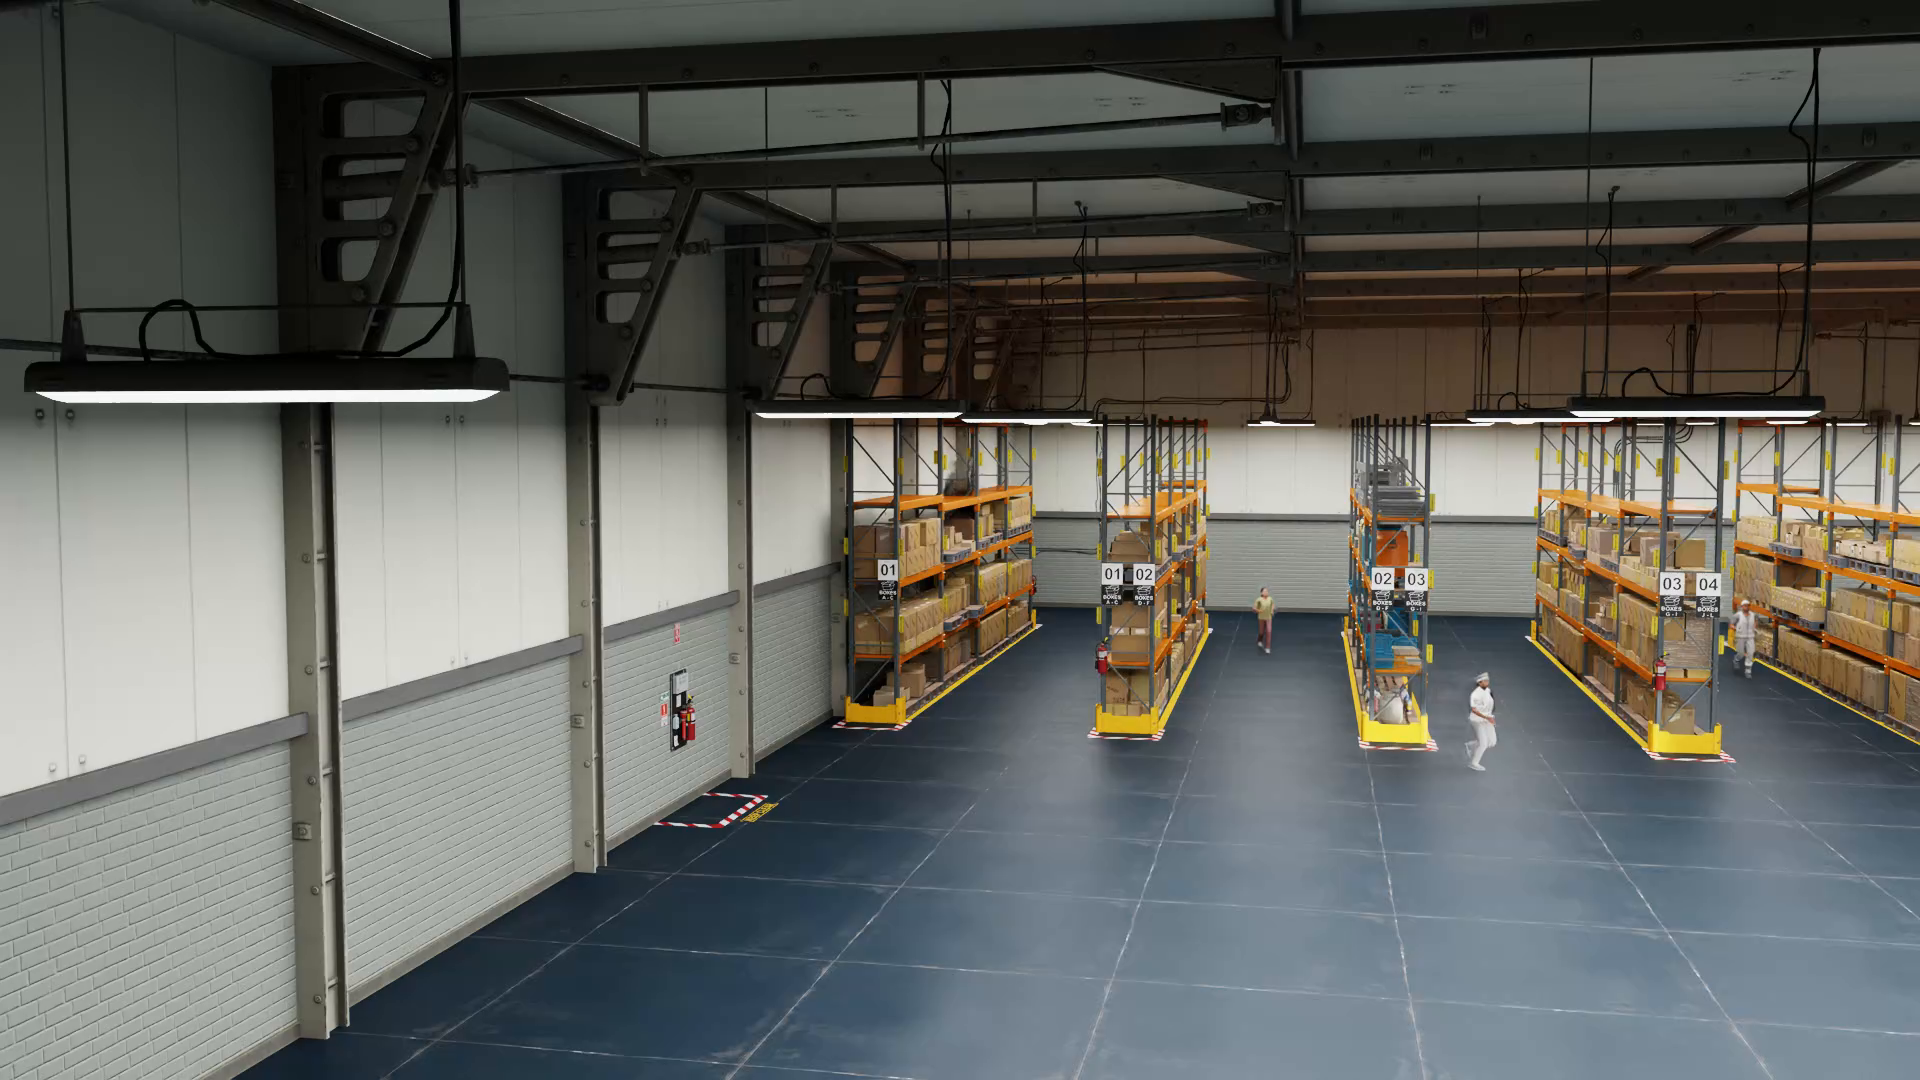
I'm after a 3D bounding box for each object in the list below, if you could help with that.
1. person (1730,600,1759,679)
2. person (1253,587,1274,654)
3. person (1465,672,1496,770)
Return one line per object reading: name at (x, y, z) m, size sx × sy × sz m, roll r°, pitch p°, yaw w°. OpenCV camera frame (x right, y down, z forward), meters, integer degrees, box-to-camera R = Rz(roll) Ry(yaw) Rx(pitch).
person at (18.135, 2.275, 38.428) m, size 0.656 × 1.789 × 0.956 m, roll 1°, pitch 4°, yaw 9°
person at (7.825, 2.040, 42.714) m, size 0.578 × 1.663 × 0.935 m, roll 0°, pitch 4°, yaw -4°
person at (8.777, 3.040, 27.972) m, size 0.594 × 1.662 × 0.627 m, roll -3°, pitch 5°, yaw -40°
